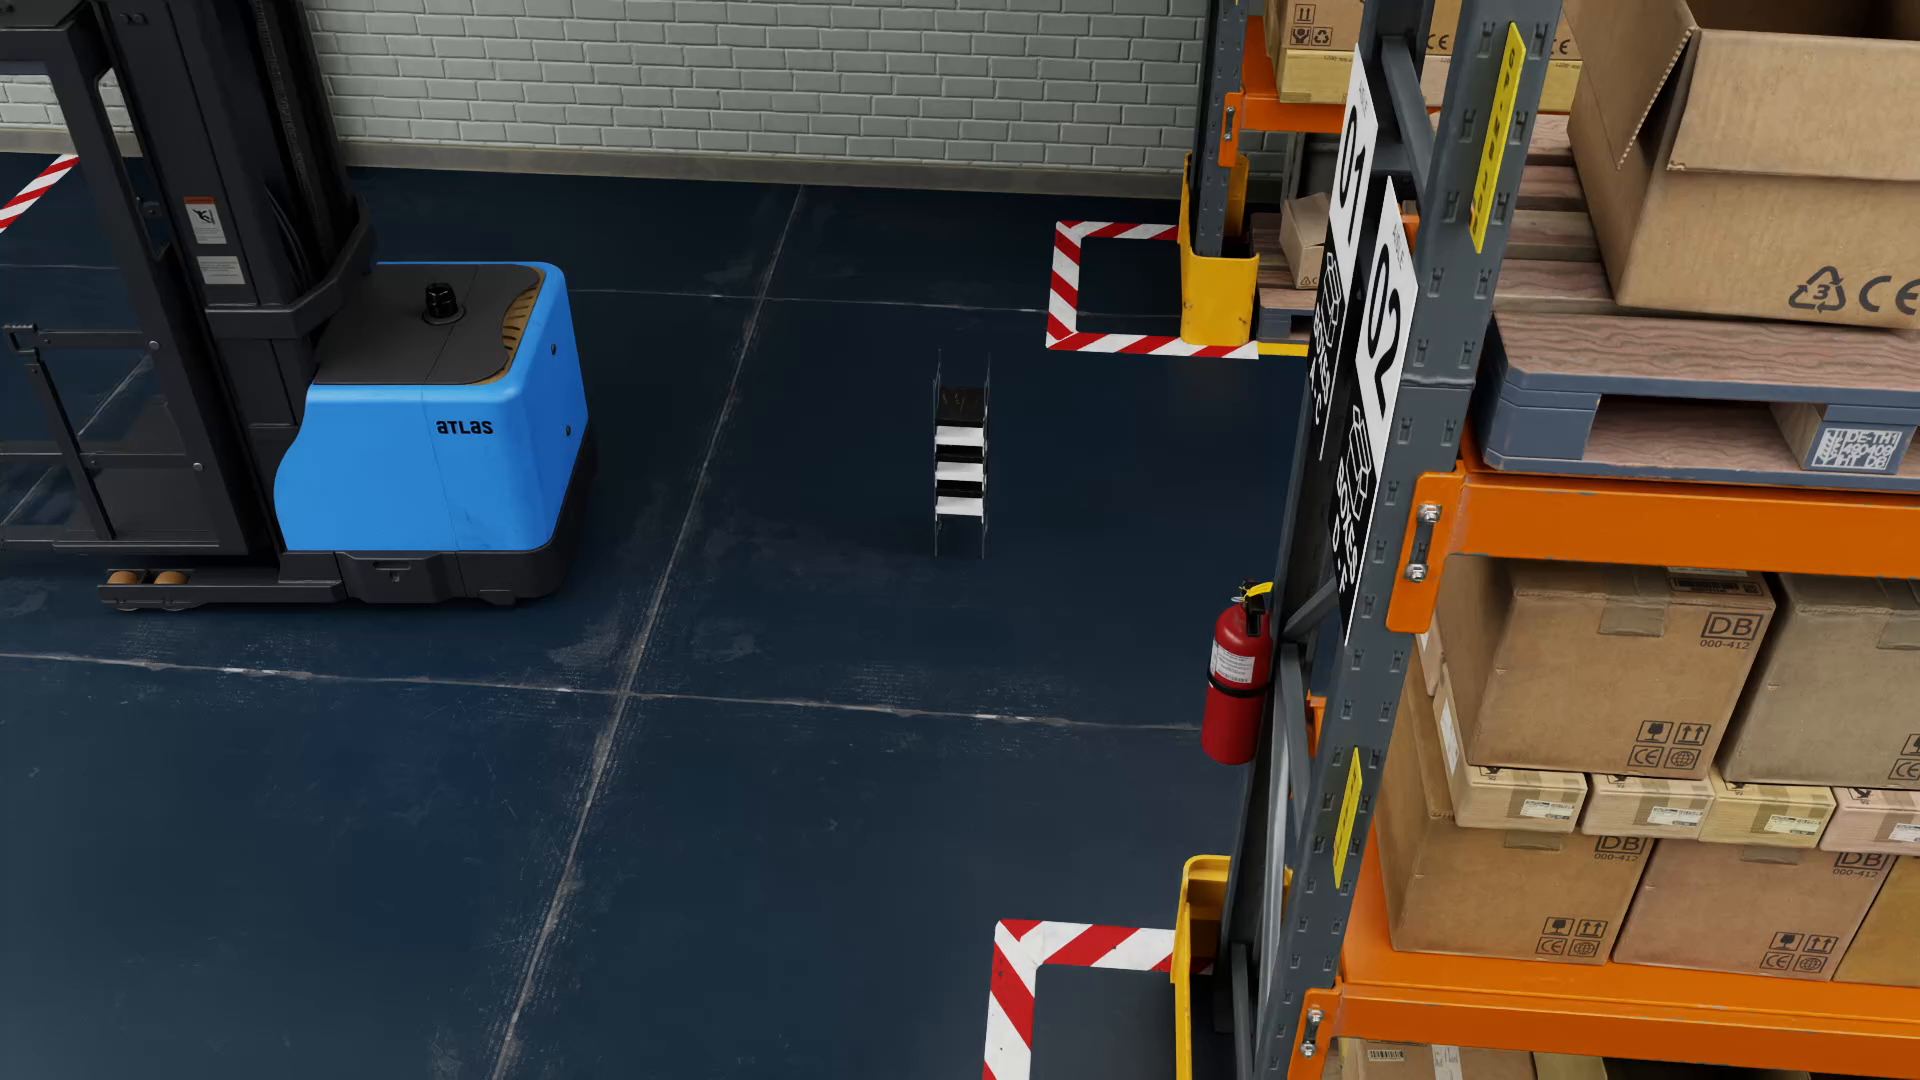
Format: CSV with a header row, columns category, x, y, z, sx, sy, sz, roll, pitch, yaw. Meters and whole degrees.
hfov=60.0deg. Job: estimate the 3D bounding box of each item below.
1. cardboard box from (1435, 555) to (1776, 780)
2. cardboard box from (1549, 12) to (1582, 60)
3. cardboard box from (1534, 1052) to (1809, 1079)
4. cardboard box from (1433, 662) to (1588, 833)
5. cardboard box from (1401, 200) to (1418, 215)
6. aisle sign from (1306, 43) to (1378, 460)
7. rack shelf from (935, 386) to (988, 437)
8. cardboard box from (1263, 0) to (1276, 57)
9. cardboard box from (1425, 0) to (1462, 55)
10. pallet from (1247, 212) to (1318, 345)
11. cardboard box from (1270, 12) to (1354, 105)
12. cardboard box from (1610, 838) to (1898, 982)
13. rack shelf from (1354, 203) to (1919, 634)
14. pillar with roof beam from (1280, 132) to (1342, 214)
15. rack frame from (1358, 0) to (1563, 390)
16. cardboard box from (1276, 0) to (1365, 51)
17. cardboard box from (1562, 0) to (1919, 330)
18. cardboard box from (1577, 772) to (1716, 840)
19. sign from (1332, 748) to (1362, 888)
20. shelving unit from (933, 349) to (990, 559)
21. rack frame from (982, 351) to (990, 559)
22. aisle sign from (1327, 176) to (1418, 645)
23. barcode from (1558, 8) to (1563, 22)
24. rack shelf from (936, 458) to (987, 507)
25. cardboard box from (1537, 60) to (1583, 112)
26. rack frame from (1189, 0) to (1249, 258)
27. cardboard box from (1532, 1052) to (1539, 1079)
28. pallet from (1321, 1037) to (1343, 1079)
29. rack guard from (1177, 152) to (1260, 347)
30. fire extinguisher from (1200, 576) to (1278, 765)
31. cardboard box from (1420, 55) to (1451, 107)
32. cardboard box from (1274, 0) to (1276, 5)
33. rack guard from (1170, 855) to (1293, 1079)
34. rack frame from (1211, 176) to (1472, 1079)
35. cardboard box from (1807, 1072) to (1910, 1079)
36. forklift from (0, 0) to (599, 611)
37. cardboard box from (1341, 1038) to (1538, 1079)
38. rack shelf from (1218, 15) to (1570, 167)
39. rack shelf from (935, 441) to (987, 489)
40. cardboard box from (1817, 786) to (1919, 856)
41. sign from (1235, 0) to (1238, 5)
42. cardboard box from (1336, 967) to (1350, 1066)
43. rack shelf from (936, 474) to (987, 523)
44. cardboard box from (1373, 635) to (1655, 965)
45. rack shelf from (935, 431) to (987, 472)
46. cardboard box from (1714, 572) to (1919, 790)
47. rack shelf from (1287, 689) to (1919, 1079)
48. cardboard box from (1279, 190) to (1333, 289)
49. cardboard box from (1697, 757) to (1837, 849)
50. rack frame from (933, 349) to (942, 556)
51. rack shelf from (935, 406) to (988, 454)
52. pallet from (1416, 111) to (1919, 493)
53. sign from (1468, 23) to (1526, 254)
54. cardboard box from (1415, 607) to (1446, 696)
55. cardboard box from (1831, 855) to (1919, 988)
category,x,y,z,sx,sy,sz,roll,pitch,yaw
cardboard box,1.366,0.086,3.661,0.500,0.500,0.700,3,39,4
cardboard box,2.728,-2.484,7.434,0.500,0.500,0.500,2,39,2
cardboard box,1.862,1.400,4.406,0.500,0.500,0.500,3,39,4
cardboard box,1.221,0.458,3.718,0.250,0.149,0.380,3,39,4
cardboard box,2.522,-1.526,8.530,0.500,0.311,0.500,6,40,8
aisle sign,0.809,-0.605,3.557,0.004,0.787,0.394,3,39,4
rack shelf,0.008,-0.532,6.816,0.200,0.077,0.258,3,39,4
cardboard box,1.755,-2.570,8.134,0.500,0.250,0.500,4,39,4
cardboard box,2.214,-2.516,7.474,0.500,0.500,0.500,3,39,4
pallet,2.155,-1.372,8.768,1.213,0.211,1.003,3,39,4
cardboard box,1.731,-2.247,7.738,0.500,0.250,0.500,2,39,3
cardboard box,1.836,0.612,4.043,0.500,0.500,0.700,4,39,5
rack shelf,2.841,-0.183,3.293,4.000,0.370,1.077,3,39,4
pillar with roof beam,1.673,-2.649,3.376,0.400,9.000,9.100,3,39,4
rack frame,0.849,-1.735,2.253,0.127,3.000,1.000,3,39,4
cardboard box,1.722,-2.549,7.515,0.500,0.500,0.500,3,39,4
cardboard box,1.421,-0.795,2.949,0.637,0.503,0.797,6,39,7
cardboard box,1.485,0.471,3.702,0.250,0.149,0.380,2,39,3
sign,0.795,0.574,3.420,0.005,0.325,0.100,3,39,4
shelving unit,0.008,-0.349,6.965,0.210,0.900,0.258,3,39,4
rack frame,0.109,-0.343,6.959,0.006,0.900,0.240,3,39,4
aisle sign,0.757,-0.227,3.094,0.004,0.787,0.394,3,39,4
barcode,1.191,-1.083,3.369,0.075,0.075,0.001,3,39,4
rack shelf,0.008,-0.253,7.043,0.200,0.077,0.258,3,39,4
cardboard box,2.757,-2.196,7.675,0.500,0.250,0.500,3,39,3
rack frame,1.273,-2.524,7.974,0.127,3.000,1.000,3,39,4
cardboard box,1.862,1.689,4.644,0.500,0.250,0.500,3,39,4
pallet,1.614,1.689,5.008,1.213,0.211,1.003,3,39,4
rack guard,1.348,-1.550,8.758,0.348,0.500,1.175,3,39,4
fire extinguisher,0.771,0.323,4.538,0.183,0.674,0.296,3,39,4
cardboard box,2.250,-2.228,7.714,0.500,0.250,0.500,2,39,2
cardboard box,1.761,-2.872,7.911,0.500,0.500,0.500,3,39,3
rack guard,0.825,1.560,4.937,0.348,0.500,1.175,3,39,4
rack frame,0.849,0.592,4.147,0.127,3.000,1.000,3,39,4
cardboard box,2.362,1.419,4.382,0.500,0.500,0.500,3,39,4
forklift,-3.163,-1.178,6.375,3.031,2.935,1.130,0,39,0
cardboard box,1.364,1.665,4.674,0.500,0.250,0.500,3,39,4
rack shelf,3.265,-2.136,8.068,4.000,0.370,1.077,3,39,4
rack shelf,0.008,-0.323,6.986,0.200,0.077,0.258,3,39,4
cardboard box,1.984,0.501,3.666,0.250,0.149,0.380,3,39,3
sign,1.226,-2.518,7.282,0.005,0.325,0.100,3,39,4
cardboard box,1.409,1.339,5.075,0.500,0.250,0.500,3,39,4
rack shelf,0.008,-0.183,7.100,0.200,0.077,0.258,3,39,4
cardboard box,1.313,0.587,4.074,0.500,0.500,0.700,3,39,4
rack shelf,0.008,-0.393,6.930,0.200,0.077,0.258,3,39,4
cardboard box,1.890,0.112,3.630,0.500,0.500,0.700,2,39,3
rack shelf,2.841,0.980,4.240,4.000,0.370,1.077,3,39,4
cardboard box,1.954,-1.557,8.569,0.500,0.311,0.500,-1,39,-1
cardboard box,1.733,0.486,3.684,0.250,0.149,0.380,3,39,4
rack frame,-0.093,-0.354,6.972,0.006,0.900,0.240,3,39,4
rack shelf,0.008,-0.462,6.873,0.200,0.077,0.258,3,39,4
pallet,1.551,-0.482,3.160,1.213,0.211,1.003,3,39,4
sign,0.795,-0.592,2.470,0.005,0.325,0.100,3,39,4
cardboard box,1.246,0.203,4.032,0.250,0.149,0.380,3,39,3
cardboard box,2.331,0.643,4.005,0.500,0.500,0.700,3,39,4
